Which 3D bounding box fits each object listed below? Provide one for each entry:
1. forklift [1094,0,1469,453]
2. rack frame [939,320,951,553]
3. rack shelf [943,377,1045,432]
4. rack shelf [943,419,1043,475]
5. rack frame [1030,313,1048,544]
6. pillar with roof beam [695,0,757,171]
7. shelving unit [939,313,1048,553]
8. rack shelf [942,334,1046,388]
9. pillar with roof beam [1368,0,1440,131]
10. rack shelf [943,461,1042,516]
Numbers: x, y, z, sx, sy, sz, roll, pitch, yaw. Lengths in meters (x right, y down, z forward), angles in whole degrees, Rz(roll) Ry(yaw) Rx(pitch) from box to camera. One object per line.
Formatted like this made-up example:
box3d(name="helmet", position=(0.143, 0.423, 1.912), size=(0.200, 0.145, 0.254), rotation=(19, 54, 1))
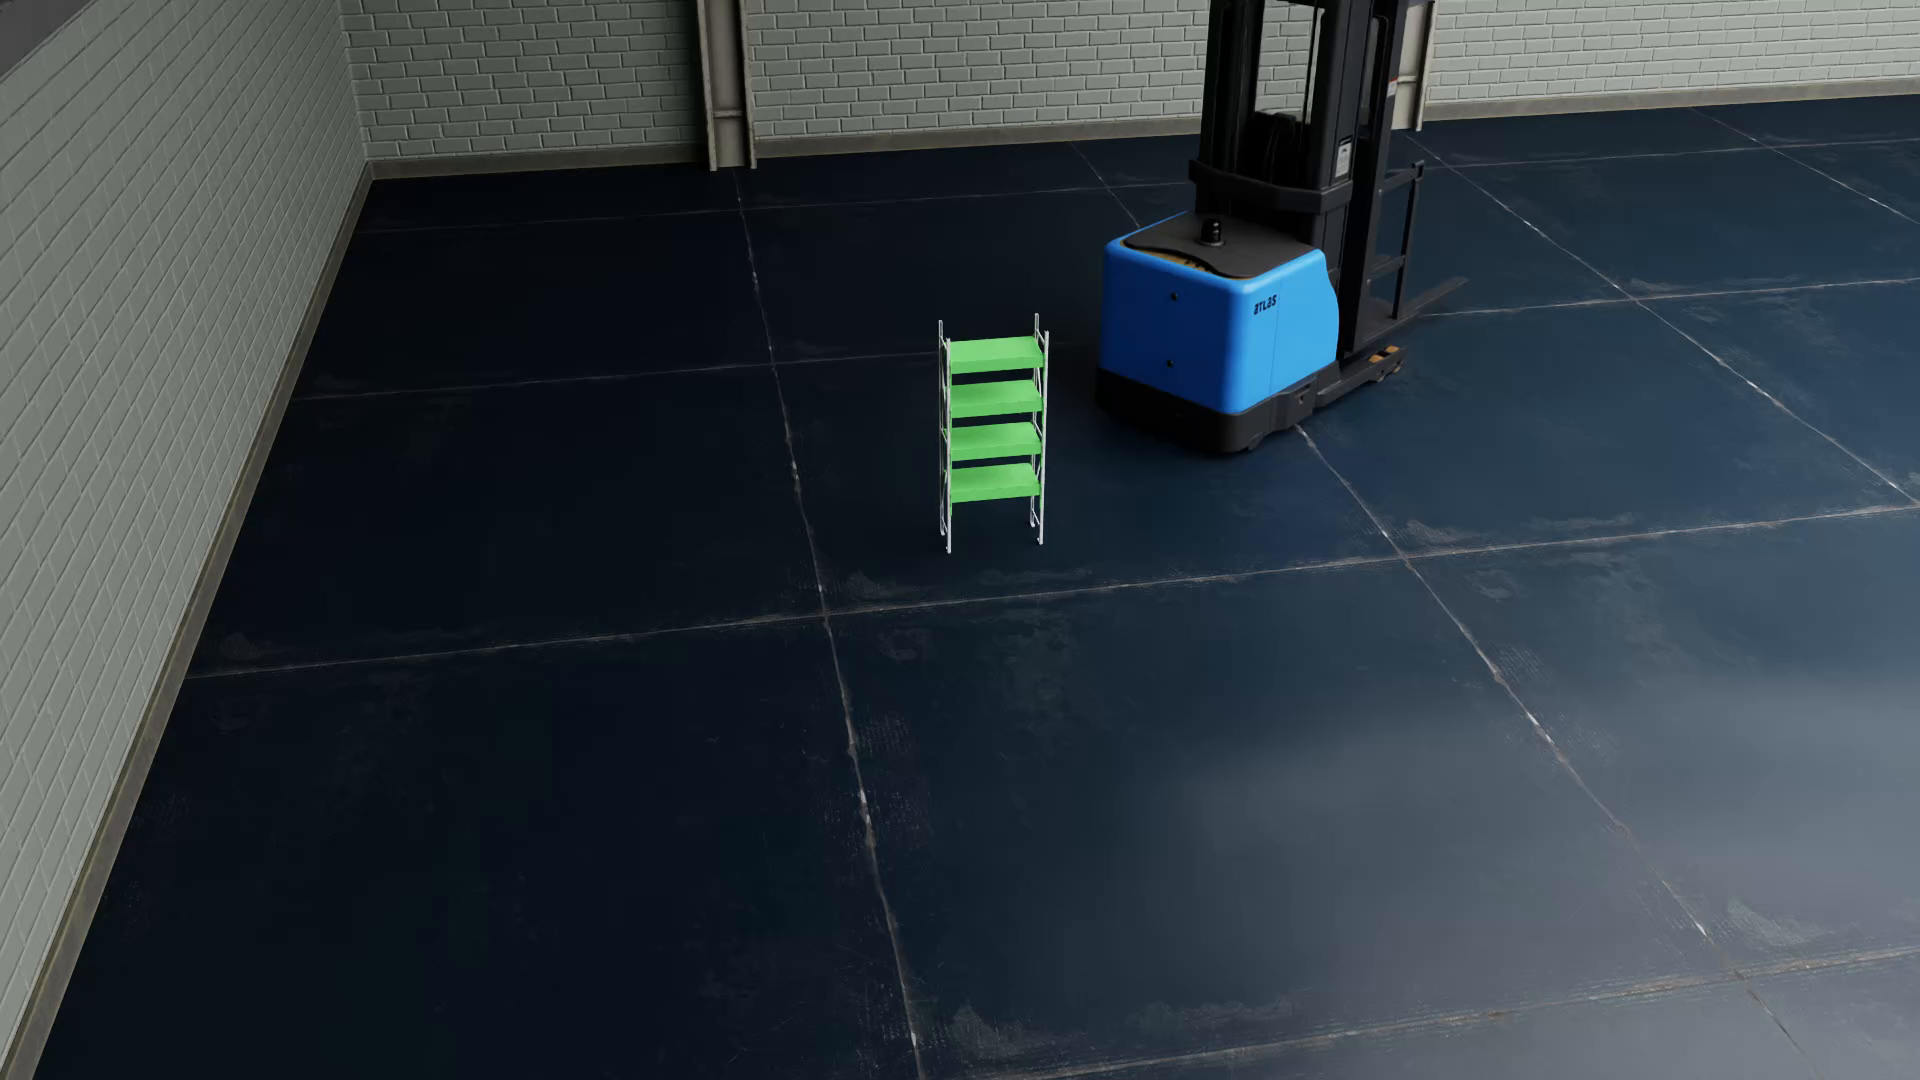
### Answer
box3d(name="forklift", position=(2.190, -2.415, 9.966), size=(1.130, 2.935, 3.031), rotation=(26, 39, 36))
box3d(name="rack frame", position=(-0.077, -0.510, 8.434), size=(0.015, 1.200, 0.240), rotation=(-5, 31, -9))
box3d(name="rack shelf", position=(0.163, -0.684, 8.382), size=(0.480, 0.148, 0.258), rotation=(-5, 31, -9))
box3d(name="rack shelf", position=(0.163, -0.477, 8.504), size=(0.480, 0.148, 0.258), rotation=(-5, 31, -9))
box3d(name="rack frame", position=(0.403, -0.555, 8.509), size=(0.015, 1.200, 0.240), rotation=(-5, 31, -9))
box3d(name="pillar with roof beam", position=(-1.173, -4.948, 8.286), size=(0.400, 9.000, 9.100), rotation=(-5, 31, -9))
box3d(name="shelving unit", position=(0.163, -0.532, 8.472), size=(0.503, 1.200, 0.258), rotation=(-5, 31, -9))
box3d(name="rack shelf", position=(0.163, -0.891, 8.261), size=(0.480, 0.148, 0.258), rotation=(-5, 31, -9))
box3d(name="pillar with roof beam", position=(4.729, -5.495, 9.218), size=(0.400, 9.000, 9.100), rotation=(-5, 31, -9))
box3d(name="rack shelf", position=(0.163, -0.270, 8.626), size=(0.480, 0.148, 0.258), rotation=(-5, 31, -9))
